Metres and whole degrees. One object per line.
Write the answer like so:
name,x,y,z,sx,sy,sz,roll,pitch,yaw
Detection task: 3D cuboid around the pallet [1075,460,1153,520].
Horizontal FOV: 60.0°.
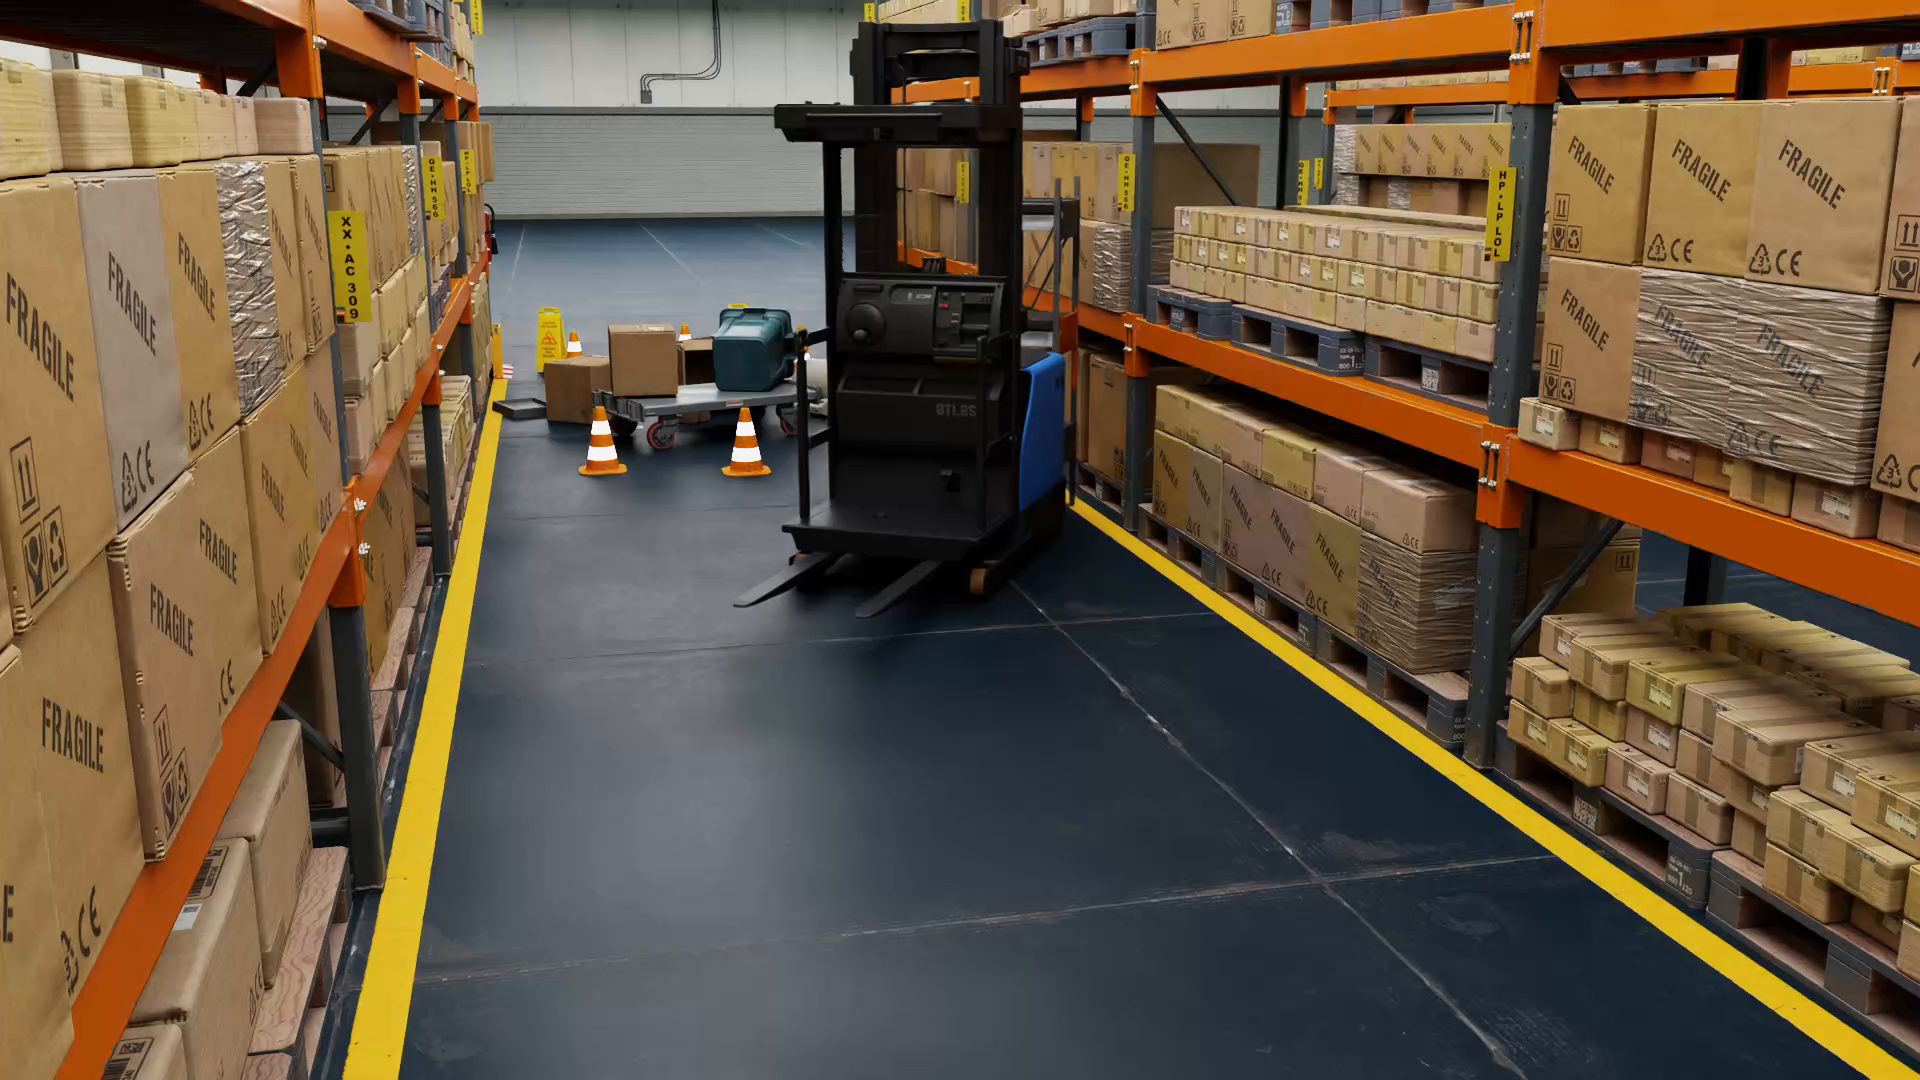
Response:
pallet,1.392,-0.371,11.002,1.003,0.211,1.213,-3,14,-13

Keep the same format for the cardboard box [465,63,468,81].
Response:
cardboard box,-4.404,-4.003,14.199,0.380,0.149,0.250,-3,14,-14

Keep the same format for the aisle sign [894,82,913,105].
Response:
aisle sign,-0.684,-4.648,17.154,0.394,0.787,0.004,-3,14,-13

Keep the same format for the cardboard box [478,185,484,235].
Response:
cardboard box,-4.655,-3.054,15.268,0.500,0.500,0.500,-3,14,-13

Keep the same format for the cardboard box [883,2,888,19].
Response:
cardboard box,-0.548,-5.208,16.356,0.380,0.149,0.250,-3,14,-13

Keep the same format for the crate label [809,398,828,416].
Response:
crate label,-1.150,-1.137,14.292,0.250,0.136,0.298,10,17,35

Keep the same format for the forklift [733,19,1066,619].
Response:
forklift,-0.281,-1.222,8.752,1.130,2.935,3.031,4,14,17

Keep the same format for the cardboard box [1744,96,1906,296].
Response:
cardboard box,2.537,-0.941,4.516,0.500,0.500,0.500,-3,14,-12

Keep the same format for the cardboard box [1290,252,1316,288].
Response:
cardboard box,1.793,-1.285,7.882,0.380,0.149,0.250,-3,14,-11

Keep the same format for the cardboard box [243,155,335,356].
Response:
cardboard box,-1.966,-0.759,4.395,0.500,0.500,0.500,-3,14,-14

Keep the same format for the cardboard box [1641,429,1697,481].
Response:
cardboard box,2.438,-0.297,5.353,0.380,0.149,0.250,-4,14,-16

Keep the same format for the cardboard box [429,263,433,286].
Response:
cardboard box,-3.233,-1.541,9.558,0.380,0.149,0.250,-4,14,-17

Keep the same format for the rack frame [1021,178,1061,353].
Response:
rack frame,0.409,-1.148,10.203,0.400,2.100,0.015,4,14,17

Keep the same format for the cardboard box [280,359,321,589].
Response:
cardboard box,-1.861,-0.155,4.032,0.500,0.500,0.500,-4,14,-15

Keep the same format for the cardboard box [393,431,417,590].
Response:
cardboard box,-3.203,-0.249,8.216,0.875,0.875,0.875,-3,14,-14

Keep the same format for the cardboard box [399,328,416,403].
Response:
cardboard box,-2.528,-0.715,6.851,0.500,0.250,0.500,-4,14,-14

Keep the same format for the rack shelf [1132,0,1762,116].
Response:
rack shelf,1.973,-2.186,7.750,1.077,0.370,4.000,-3,14,-13

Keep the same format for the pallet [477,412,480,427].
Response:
pallet,-4.416,-0.962,13.419,1.003,0.211,1.213,-3,14,-13

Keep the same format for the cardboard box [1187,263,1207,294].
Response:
cardboard box,1.475,-1.445,9.168,0.380,0.149,0.250,-3,14,-10

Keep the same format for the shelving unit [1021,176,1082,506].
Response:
shelving unit,0.482,-1.204,10.429,0.431,2.100,0.503,4,14,17

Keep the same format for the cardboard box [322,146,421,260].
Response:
cardboard box,-2.780,-1.552,7.643,0.500,0.500,0.500,-3,14,-12

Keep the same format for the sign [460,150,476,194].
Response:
sign,-3.685,-2.758,12.454,0.100,0.325,0.005,-3,14,-13

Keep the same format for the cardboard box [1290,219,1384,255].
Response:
cardboard box,1.789,-1.433,7.861,0.380,0.149,0.250,-3,14,-14

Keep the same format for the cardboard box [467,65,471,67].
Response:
cardboard box,-4.677,-4.395,14.965,0.500,0.250,0.500,-3,14,-14

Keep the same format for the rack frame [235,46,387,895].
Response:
rack frame,-2.345,-0.318,4.908,1.000,3.000,0.127,-3,14,-13

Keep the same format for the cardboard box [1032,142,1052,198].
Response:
cardboard box,0.927,-2.648,12.126,0.700,0.500,0.500,-3,14,-13

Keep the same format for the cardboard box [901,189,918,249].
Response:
cardboard box,-0.084,-3.113,16.034,0.875,0.550,0.550,-3,14,-13

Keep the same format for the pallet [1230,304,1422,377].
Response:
pallet,2.008,-0.992,8.072,1.003,0.211,1.213,-3,14,-13

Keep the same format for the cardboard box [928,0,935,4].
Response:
cardboard box,-0.071,-4.738,14.433,0.380,0.149,0.250,-3,14,-13

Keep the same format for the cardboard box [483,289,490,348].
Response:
cardboard box,-4.596,-2.028,15.237,0.500,0.500,0.500,-3,14,-11

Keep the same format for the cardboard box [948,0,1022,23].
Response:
cardboard box,0.199,-4.343,13.658,0.500,0.250,0.500,-3,14,-14

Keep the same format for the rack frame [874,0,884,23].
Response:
rack frame,-0.375,-6.300,16.752,1.000,3.000,0.127,-3,14,-13

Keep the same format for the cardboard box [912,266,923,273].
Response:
cardboard box,0.057,-2.202,16.210,0.875,0.875,0.875,-4,14,-14

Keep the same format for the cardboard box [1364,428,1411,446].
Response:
cardboard box,2.283,-0.397,8.033,0.500,0.250,0.500,-3,14,-11

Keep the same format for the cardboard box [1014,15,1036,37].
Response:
cardboard box,0.566,-3.797,12.263,0.250,0.149,0.380,-3,14,-13

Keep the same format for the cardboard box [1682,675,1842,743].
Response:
cardboard box,2.520,0.547,5.236,0.380,0.149,0.250,-4,14,-15

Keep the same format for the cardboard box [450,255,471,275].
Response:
cardboard box,-3.986,-2.132,12.862,0.380,0.149,0.250,-3,14,-13

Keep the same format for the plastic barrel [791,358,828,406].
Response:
plastic barrel,-1.193,-1.387,14.714,0.512,0.421,0.421,7,15,26

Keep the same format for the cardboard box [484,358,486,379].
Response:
cardboard box,-4.363,-1.428,14.359,0.500,0.250,0.500,-3,14,-14

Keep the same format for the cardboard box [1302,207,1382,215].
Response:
cardboard box,2.121,-1.765,9.223,0.380,0.149,0.250,-3,14,-14

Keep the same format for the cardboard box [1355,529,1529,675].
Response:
cardboard box,2.024,0.237,7.021,0.500,0.500,0.500,-4,14,-14

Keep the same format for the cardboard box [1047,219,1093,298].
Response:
cardboard box,0.904,-1.908,11.205,0.500,0.500,0.500,-4,14,-14

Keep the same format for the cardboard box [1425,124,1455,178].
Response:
cardboard box,4.801,-3.714,15.863,0.500,0.500,0.500,-3,14,-13

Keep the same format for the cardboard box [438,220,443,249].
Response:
cardboard box,-3.426,-1.996,10.056,0.500,0.500,0.500,-3,14,-12

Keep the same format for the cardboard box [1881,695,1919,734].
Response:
cardboard box,3.082,0.578,5.111,0.380,0.149,0.250,-4,14,-16

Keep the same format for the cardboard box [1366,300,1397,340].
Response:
cardboard box,1.980,-0.955,7.160,0.380,0.149,0.250,-4,14,-16

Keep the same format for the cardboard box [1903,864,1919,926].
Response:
cardboard box,2.681,0.938,4.265,0.380,0.149,0.250,-3,14,-10

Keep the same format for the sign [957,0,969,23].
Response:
sign,0.025,-4.178,13.132,0.100,0.325,0.005,-3,14,-13

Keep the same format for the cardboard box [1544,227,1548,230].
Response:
cardboard box,2.612,-1.286,7.260,0.380,0.149,0.250,-3,14,-14

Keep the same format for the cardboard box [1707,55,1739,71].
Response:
cardboard box,5.753,-3.503,11.941,0.500,0.250,0.500,-3,14,-12

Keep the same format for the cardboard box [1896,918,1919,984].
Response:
cardboard box,2.683,1.082,4.302,0.380,0.149,0.250,-3,14,-12

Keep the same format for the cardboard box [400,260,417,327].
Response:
cardboard box,-2.660,-1.078,7.282,0.500,0.250,0.500,-4,14,-15

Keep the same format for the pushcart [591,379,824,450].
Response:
pushcart,-2.019,-1.028,13.340,1.648,0.377,0.936,-9,16,-33

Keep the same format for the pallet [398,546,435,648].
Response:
pallet,-3.172,0.300,8.254,1.003,0.211,1.213,-3,14,-13

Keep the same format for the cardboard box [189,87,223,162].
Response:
cardboard box,-1.787,-0.876,3.508,0.380,0.149,0.250,-3,14,-14

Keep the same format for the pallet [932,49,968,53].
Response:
pallet,0.382,-4.066,14.116,1.003,0.211,1.213,-3,14,-13

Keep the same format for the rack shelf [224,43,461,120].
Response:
rack shelf,-3.754,-2.810,10.303,1.077,0.370,4.000,-3,14,-13

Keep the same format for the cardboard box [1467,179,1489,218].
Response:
cardboard box,5.280,-3.133,15.595,0.875,0.500,0.500,-3,14,-13
